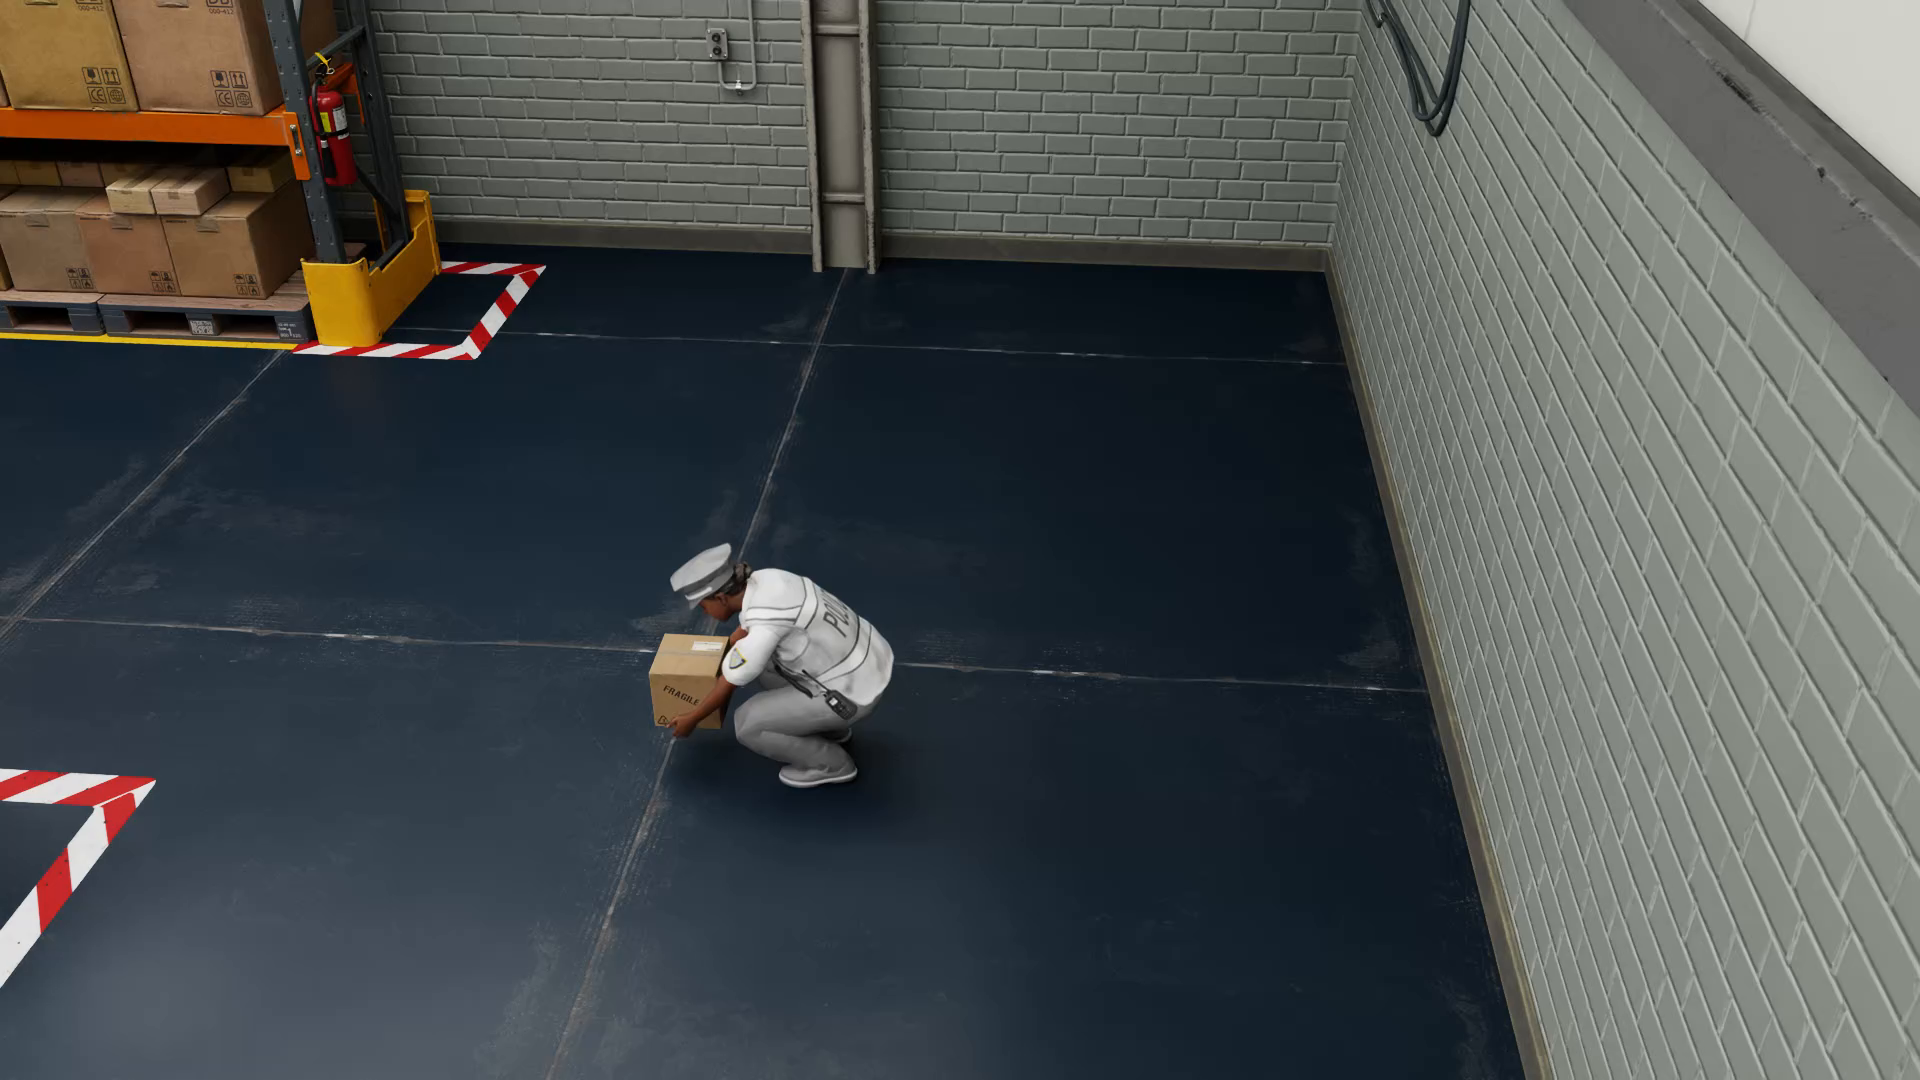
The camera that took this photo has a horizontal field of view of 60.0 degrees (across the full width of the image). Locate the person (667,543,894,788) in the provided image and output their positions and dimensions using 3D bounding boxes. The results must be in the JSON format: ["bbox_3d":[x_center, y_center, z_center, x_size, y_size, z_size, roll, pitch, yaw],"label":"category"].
[{"bbox_3d":[-0.665,0.425,6.141,0.834,0.957,0.502,2,32,4],"label":"person"}]
